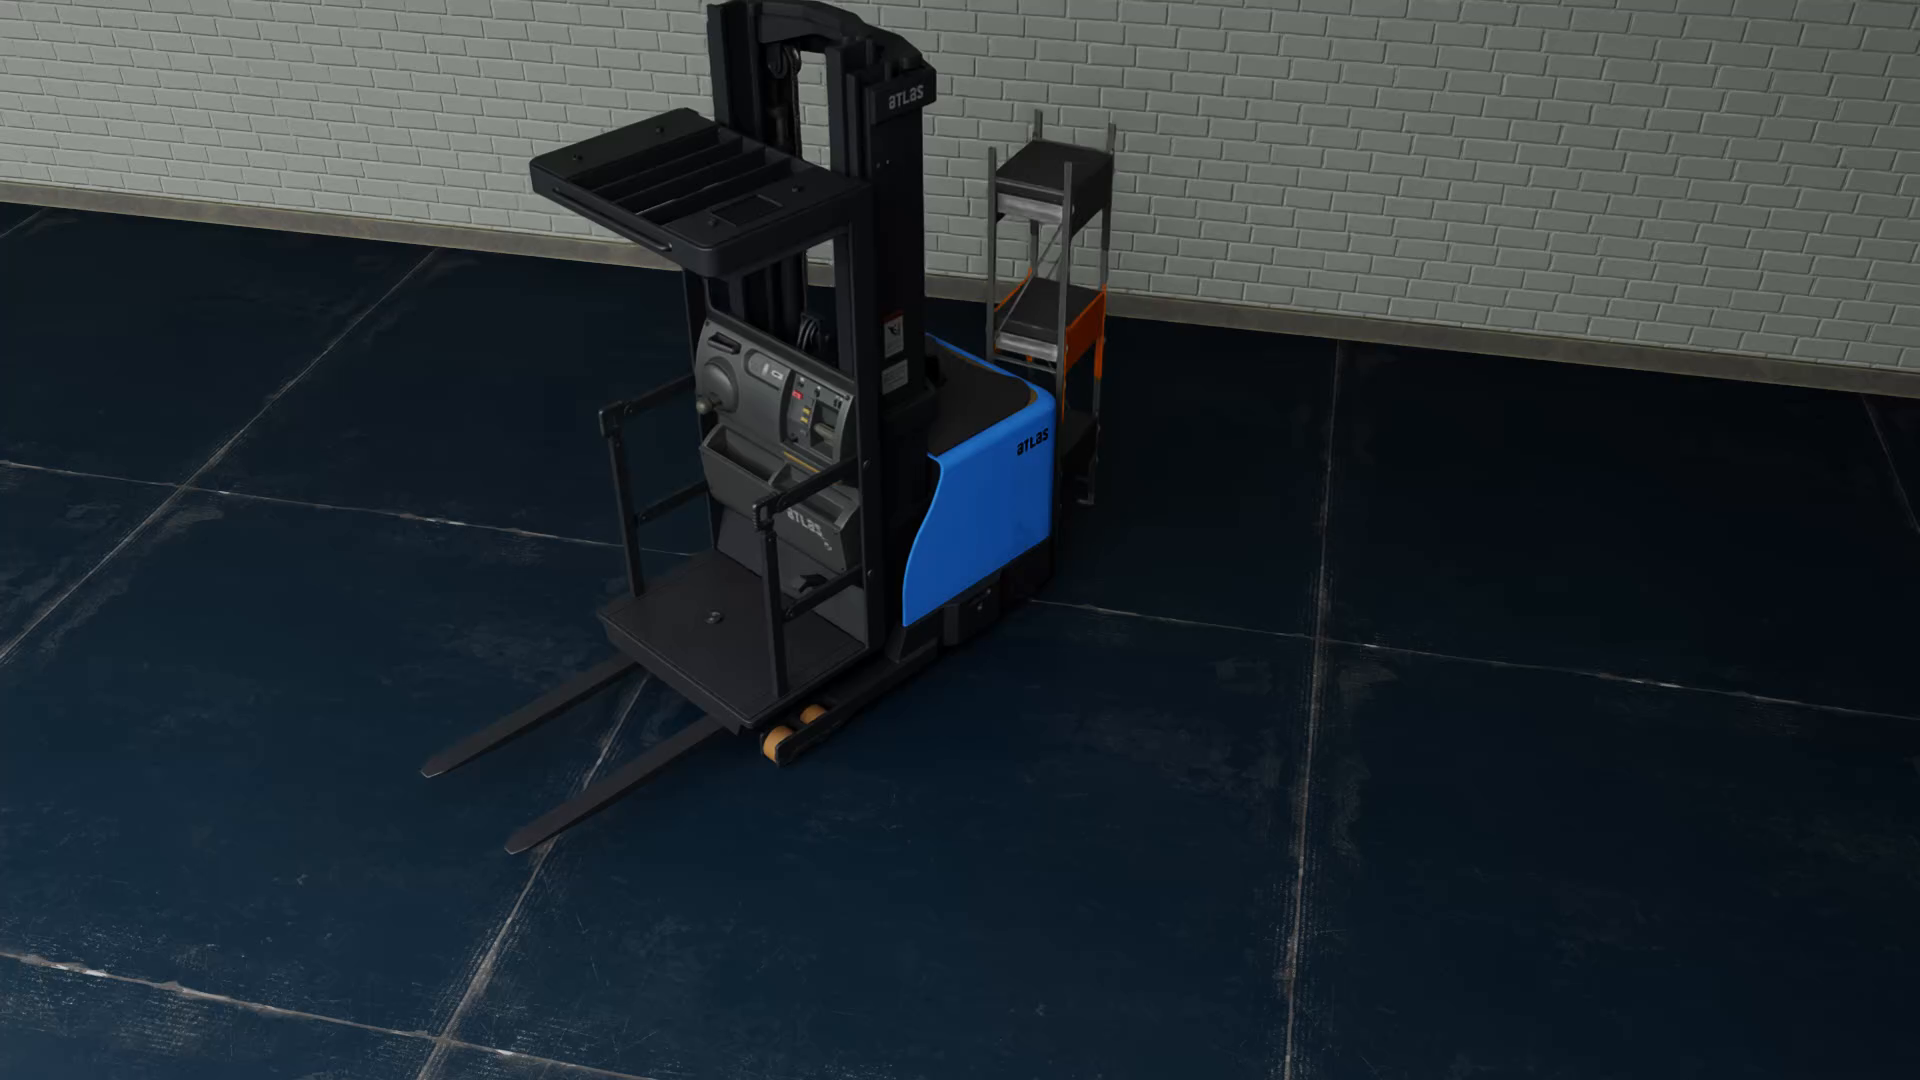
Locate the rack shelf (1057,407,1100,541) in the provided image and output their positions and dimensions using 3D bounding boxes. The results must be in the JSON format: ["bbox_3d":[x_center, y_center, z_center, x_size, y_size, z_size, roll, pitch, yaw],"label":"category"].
[{"bbox_3d":[0.417,-0.381,8.473,0.431,0.518,0.480,16,39,21],"label":"rack shelf"}]

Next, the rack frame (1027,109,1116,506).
[{"bbox_3d":[0.527,-1.087,8.231,0.400,2.100,0.015,16,39,21],"label":"rack frame"}]

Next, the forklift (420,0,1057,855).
[{"bbox_3d":[-0.927,-0.559,6.794,1.130,2.935,3.031,30,45,34],"label":"forklift"}]

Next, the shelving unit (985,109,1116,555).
[{"bbox_3d":[0.417,-0.959,8.054,0.431,2.100,0.503,16,39,21],"label":"shelving unit"}]

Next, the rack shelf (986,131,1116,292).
[{"bbox_3d":[0.417,-1.515,7.651,0.431,0.518,0.480,16,39,21],"label":"rack shelf"}]

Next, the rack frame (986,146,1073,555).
[{"bbox_3d":[0.308,-0.831,7.877,0.400,2.100,0.015,16,39,21],"label":"rack frame"}]

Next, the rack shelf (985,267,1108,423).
[{"bbox_3d":[0.417,-0.948,8.062,0.431,0.518,0.480,16,39,21],"label":"rack shelf"}]
